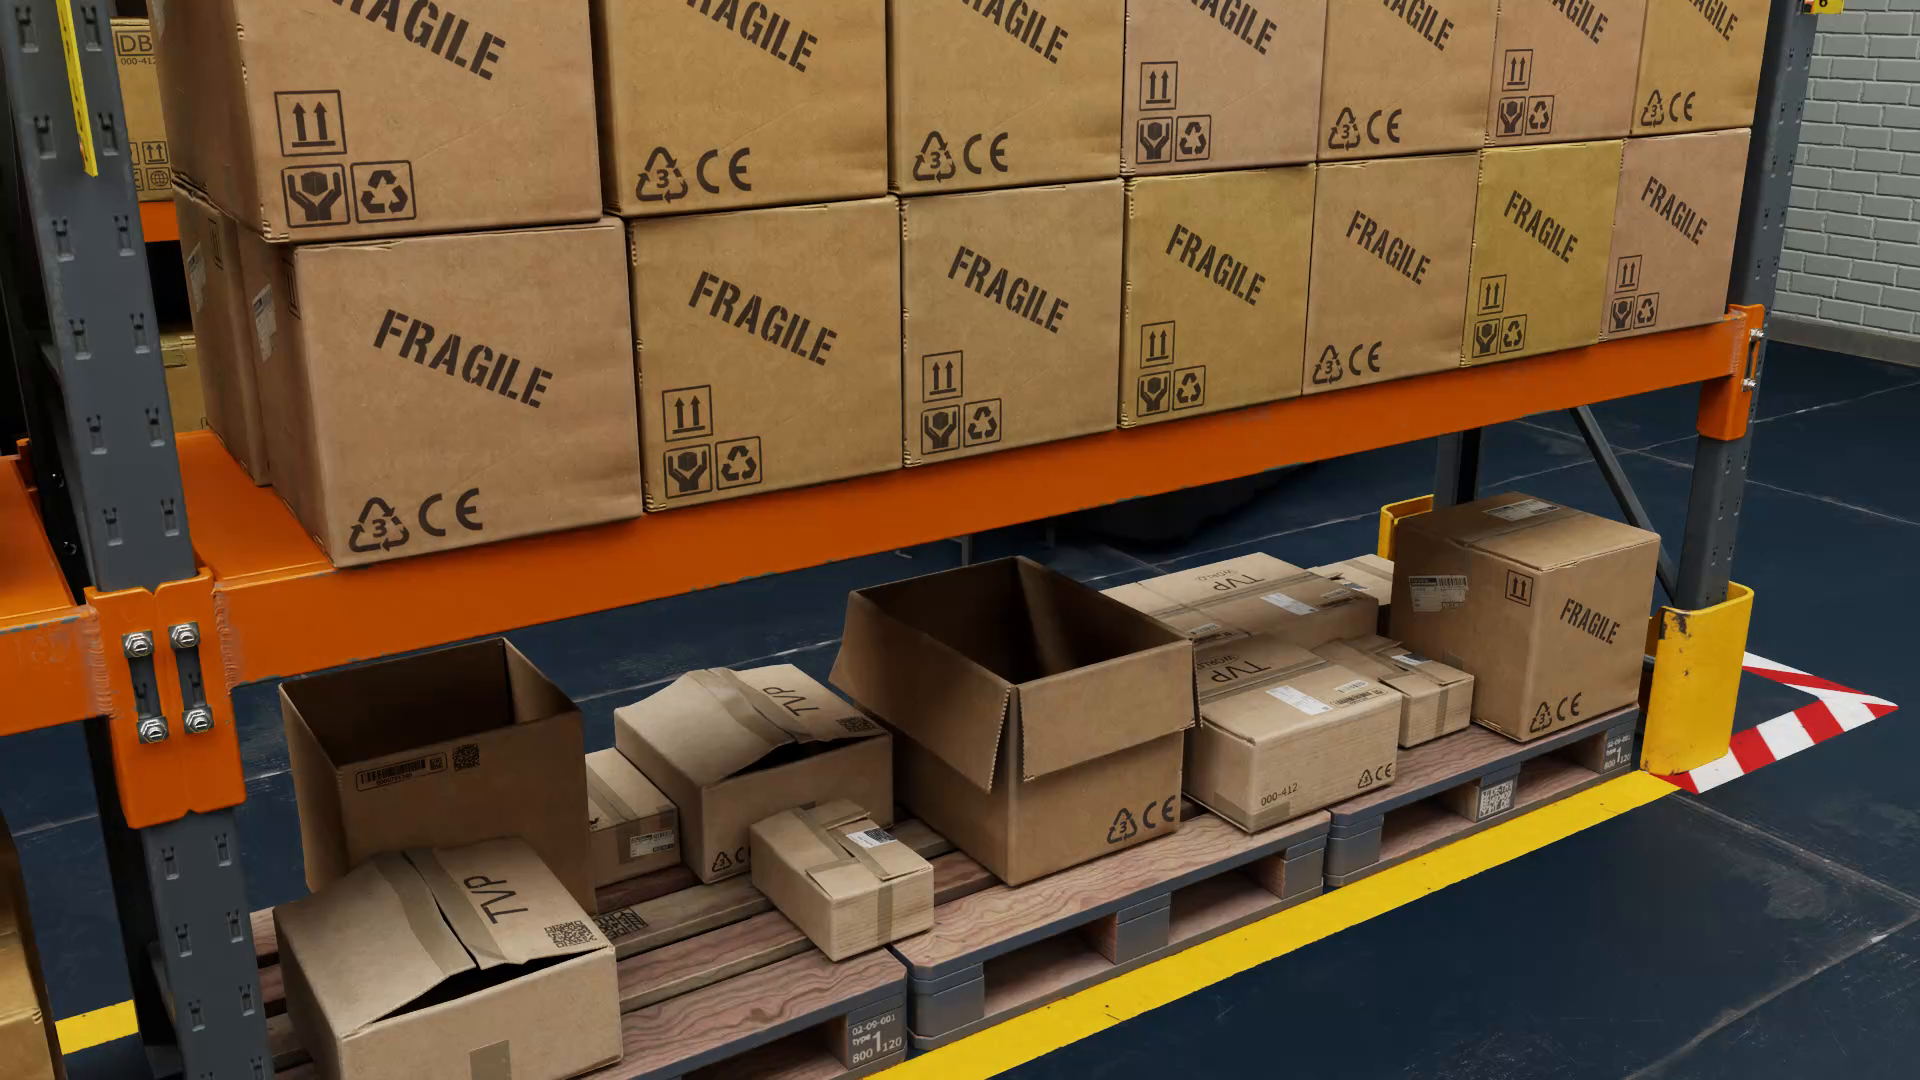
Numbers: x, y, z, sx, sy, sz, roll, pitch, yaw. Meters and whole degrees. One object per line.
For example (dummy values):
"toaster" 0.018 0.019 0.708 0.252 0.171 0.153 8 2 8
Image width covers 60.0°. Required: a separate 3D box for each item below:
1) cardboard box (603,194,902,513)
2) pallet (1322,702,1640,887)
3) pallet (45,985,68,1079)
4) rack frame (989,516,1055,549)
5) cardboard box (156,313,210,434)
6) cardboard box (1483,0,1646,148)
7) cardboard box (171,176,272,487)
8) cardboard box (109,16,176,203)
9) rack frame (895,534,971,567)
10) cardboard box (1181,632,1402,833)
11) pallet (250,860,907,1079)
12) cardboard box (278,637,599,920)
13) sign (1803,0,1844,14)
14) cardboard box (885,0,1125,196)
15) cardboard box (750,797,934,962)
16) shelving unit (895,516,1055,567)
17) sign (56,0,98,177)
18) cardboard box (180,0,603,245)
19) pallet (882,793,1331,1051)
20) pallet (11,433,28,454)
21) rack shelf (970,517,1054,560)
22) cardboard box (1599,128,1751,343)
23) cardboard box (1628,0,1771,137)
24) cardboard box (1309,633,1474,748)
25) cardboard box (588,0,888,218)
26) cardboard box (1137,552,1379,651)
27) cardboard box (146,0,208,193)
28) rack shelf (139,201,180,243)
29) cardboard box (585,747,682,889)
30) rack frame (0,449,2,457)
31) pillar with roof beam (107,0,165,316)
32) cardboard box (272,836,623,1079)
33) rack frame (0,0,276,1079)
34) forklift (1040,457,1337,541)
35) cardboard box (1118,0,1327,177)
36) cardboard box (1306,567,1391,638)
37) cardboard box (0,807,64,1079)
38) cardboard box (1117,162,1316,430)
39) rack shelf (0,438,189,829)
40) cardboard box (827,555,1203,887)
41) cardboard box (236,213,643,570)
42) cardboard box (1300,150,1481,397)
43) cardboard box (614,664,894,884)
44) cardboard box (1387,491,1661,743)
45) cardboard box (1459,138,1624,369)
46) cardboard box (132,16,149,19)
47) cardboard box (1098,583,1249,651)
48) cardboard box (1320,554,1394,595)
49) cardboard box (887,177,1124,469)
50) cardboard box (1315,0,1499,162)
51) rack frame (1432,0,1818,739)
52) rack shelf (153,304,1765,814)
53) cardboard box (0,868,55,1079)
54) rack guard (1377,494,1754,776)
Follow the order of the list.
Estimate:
"cardboard box" -0.448 -0.389 3.057 0.500 0.500 0.500 -11 22 -30
"pallet" 1.163 0.537 4.828 1.213 0.211 1.003 -12 22 -31
"pallet" -2.108 1.240 2.746 1.213 0.211 1.003 -12 22 -31
"rack frame" 0.229 -1.004 6.436 0.400 2.100 0.015 17 25 41
"cardboard box" -3.496 -0.677 7.312 0.500 0.500 0.700 -12 22 -31
"cardboard box" 1.250 -1.218 3.948 0.500 0.500 0.500 -11 22 -30
"cardboard box" -1.173 -0.438 3.201 0.500 0.500 0.500 -11 22 -31
"cardboard box" -3.715 -1.792 6.892 0.700 0.700 0.980 -12 22 -31
"rack frame" -0.108 -0.891 6.101 0.400 2.100 0.015 17 25 41
"cardboard box" 0.763 0.477 4.258 0.500 0.250 0.500 -12 22 -31
"pallet" -0.875 0.966 3.557 1.213 0.211 1.003 -12 22 -31
"cardboard box" -1.129 0.566 3.605 0.500 0.500 0.500 -12 22 -31
"sign" 2.180 -1.485 4.152 0.005 0.325 0.100 -12 22 -31
"cardboard box" -0.040 -0.944 3.137 0.500 0.500 0.500 -13 22 -33
"cardboard box" -0.263 0.729 3.643 0.250 0.166 0.380 -12 22 -31
"shelving unit" 0.060 -0.947 6.269 0.431 2.100 0.503 17 25 41
"sign" -1.141 -0.635 2.131 0.005 0.325 0.100 -12 22 -31
"cardboard box" -0.901 -0.763 2.600 0.500 0.500 0.500 -11 22 -30
"pallet" 0.145 0.750 4.197 1.213 0.211 1.003 -12 22 -31
"pallet" -3.498 -0.350 7.452 1.213 0.211 1.003 -12 22 -31
"rack shelf" 0.060 -0.271 6.497 0.431 0.518 0.480 17 25 41
"cardboard box" 1.667 -0.834 4.373 0.500 0.500 0.500 -11 22 -30
"cardboard box" 1.671 -1.308 4.212 0.500 0.500 0.500 -12 22 -32
"cardboard box" 1.185 0.404 4.603 0.250 0.166 0.380 -12 22 -31
"cardboard box" -0.470 -0.854 2.869 0.500 0.500 0.500 -13 22 -33
"cardboard box" 0.864 0.264 4.888 0.500 0.250 0.500 -12 22 -31
"cardboard box" -1.169 -0.913 3.045 0.500 0.500 0.500 -12 22 -31
"rack shelf" -2.506 -1.570 7.828 4.000 0.370 1.077 -12 22 -31
"cardboard box" -0.849 0.650 3.904 0.250 0.149 0.380 -12 22 -31
"rack frame" -4.177 -1.558 6.671 0.127 3.000 1.000 -12 22 -31
"pillar with roof beam" -1.700 -3.604 3.353 0.400 9.000 9.100 -12 22 -31
"cardboard box" -0.979 0.815 3.161 0.500 0.311 0.500 -12 22 -31
"rack frame" -1.449 -0.234 2.753 0.127 3.000 1.000 -12 22 -31
"forklift" 1.186 -1.799 7.490 1.130 2.935 3.031 12 22 32
"cardboard box" 0.390 -1.035 3.407 0.500 0.500 0.500 -11 22 -30
"cardboard box" 1.144 0.221 5.144 0.250 0.166 0.380 -12 22 -31
"cardboard box" -1.987 0.762 3.024 0.500 0.500 0.500 -13 23 -34
"cardboard box" 0.395 -0.567 3.582 0.500 0.500 0.500 -12 22 -32
"rack shelf" -3.119 0.459 1.827 4.000 0.370 1.077 -12 22 -31
"cardboard box" 0.117 0.408 4.066 0.637 0.503 0.797 -12 22 -31
"cardboard box" -0.873 -0.298 2.787 0.500 0.500 0.500 -11 22 -30
"cardboard box" 0.816 -0.655 3.844 0.500 0.500 0.500 -12 22 -31
"cardboard box" -0.503 0.523 4.026 0.500 0.311 0.500 -12 22 -31
"cardboard box" 1.573 0.199 4.689 0.500 0.500 0.500 -12 22 -31
"cardboard box" 1.236 -0.742 4.100 0.500 0.500 0.500 -12 22 -31
"cardboard box" -3.102 -1.919 7.268 0.700 0.700 0.980 -13 22 -33
"cardboard box" 0.446 0.352 4.627 0.500 0.250 0.500 -12 22 -31
"cardboard box" 1.353 0.185 5.277 0.250 0.149 0.380 -12 22 -31
"cardboard box" -0.029 -0.477 3.315 0.500 0.500 0.500 -12 22 -32
"cardboard box" 0.819 -1.126 3.674 0.500 0.500 0.500 -11 22 -30
"rack frame" 1.892 -0.939 4.837 0.127 3.000 1.000 -12 22 -31
"rack shelf" 0.221 -0.245 3.911 4.000 0.370 1.077 -12 22 -31
"cardboard box" -1.704 0.905 2.599 0.500 0.500 0.500 -12 22 -32
"rack guard" 1.828 0.259 5.198 0.348 0.500 1.175 -12 22 -31
